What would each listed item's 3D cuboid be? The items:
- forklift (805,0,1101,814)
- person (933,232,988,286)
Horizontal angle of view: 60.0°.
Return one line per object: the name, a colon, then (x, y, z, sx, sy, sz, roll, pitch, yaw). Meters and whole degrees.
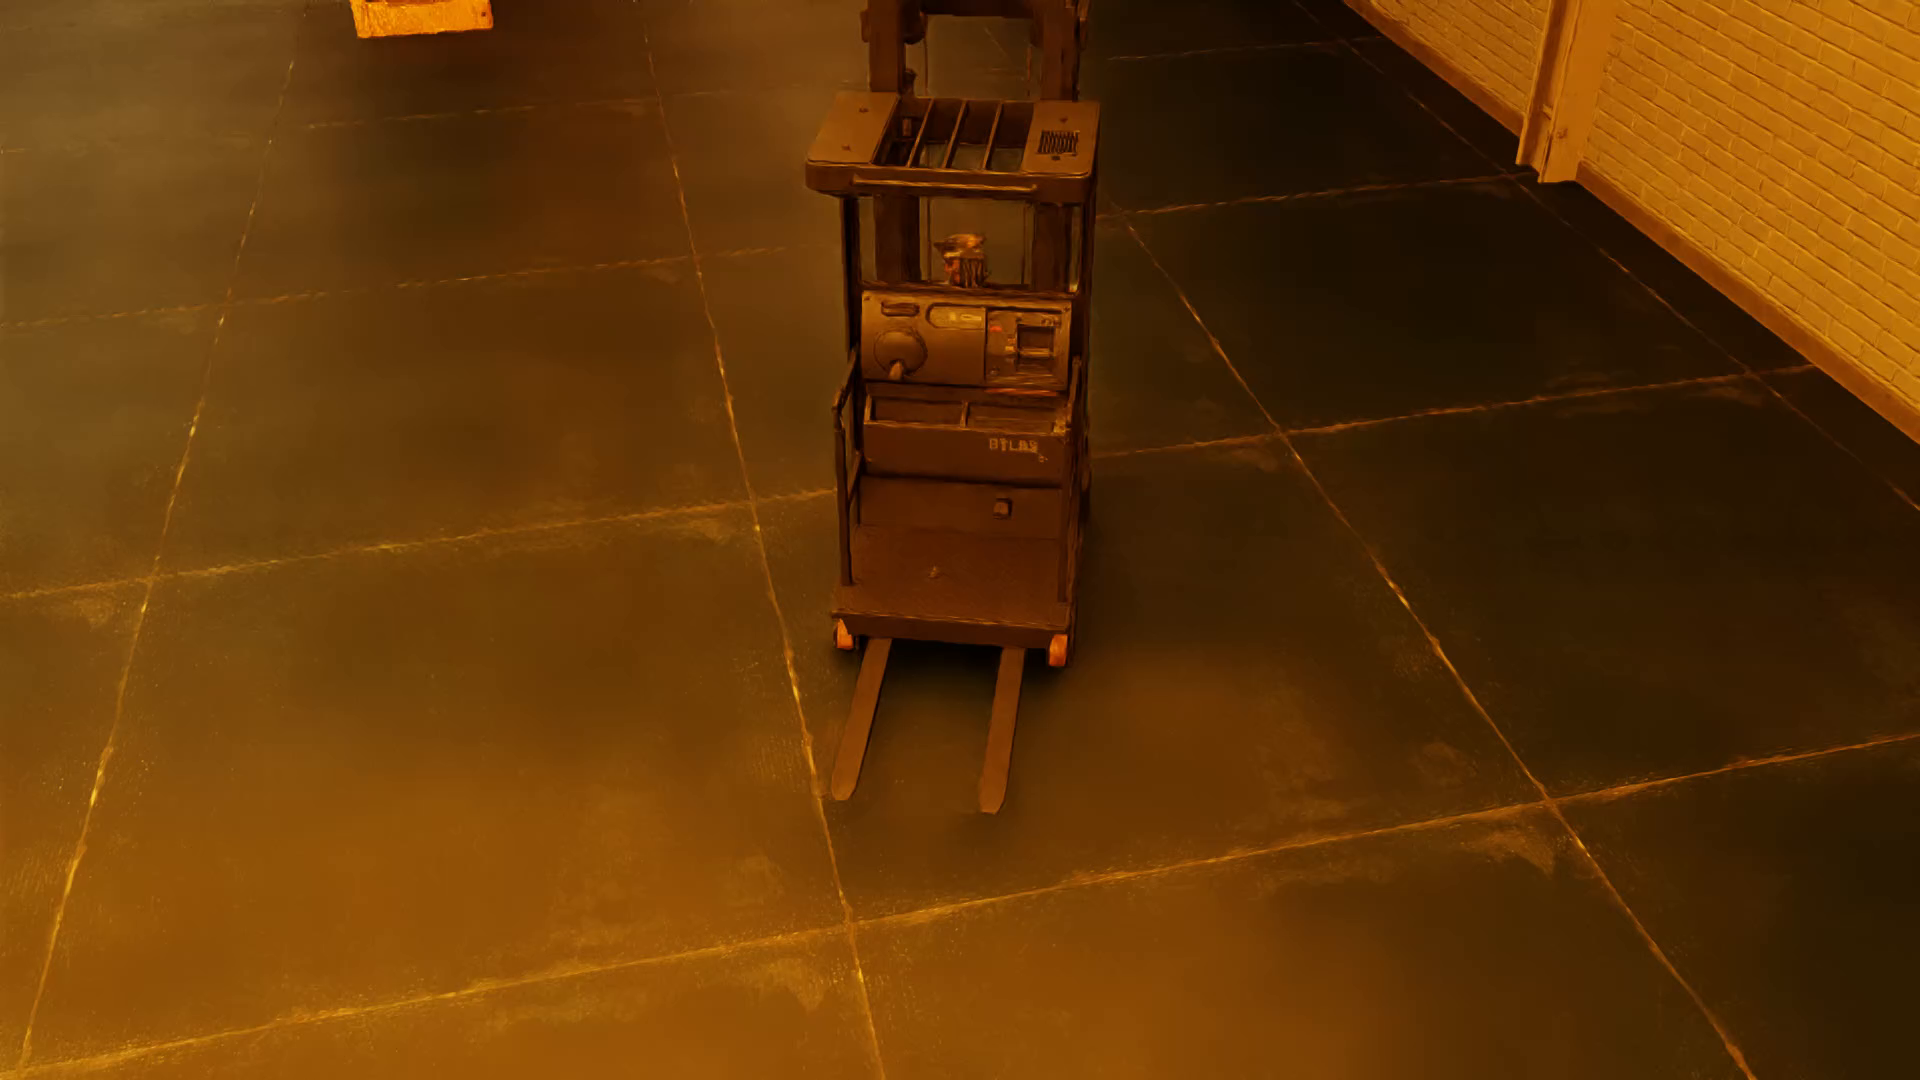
forklift: (0.001, -0.816, 7.185, 1.130, 2.935, 3.031, 4, 36, 6)
person: (0.006, -0.661, 8.013, 0.586, 1.694, 0.571, -8, 36, -11)
